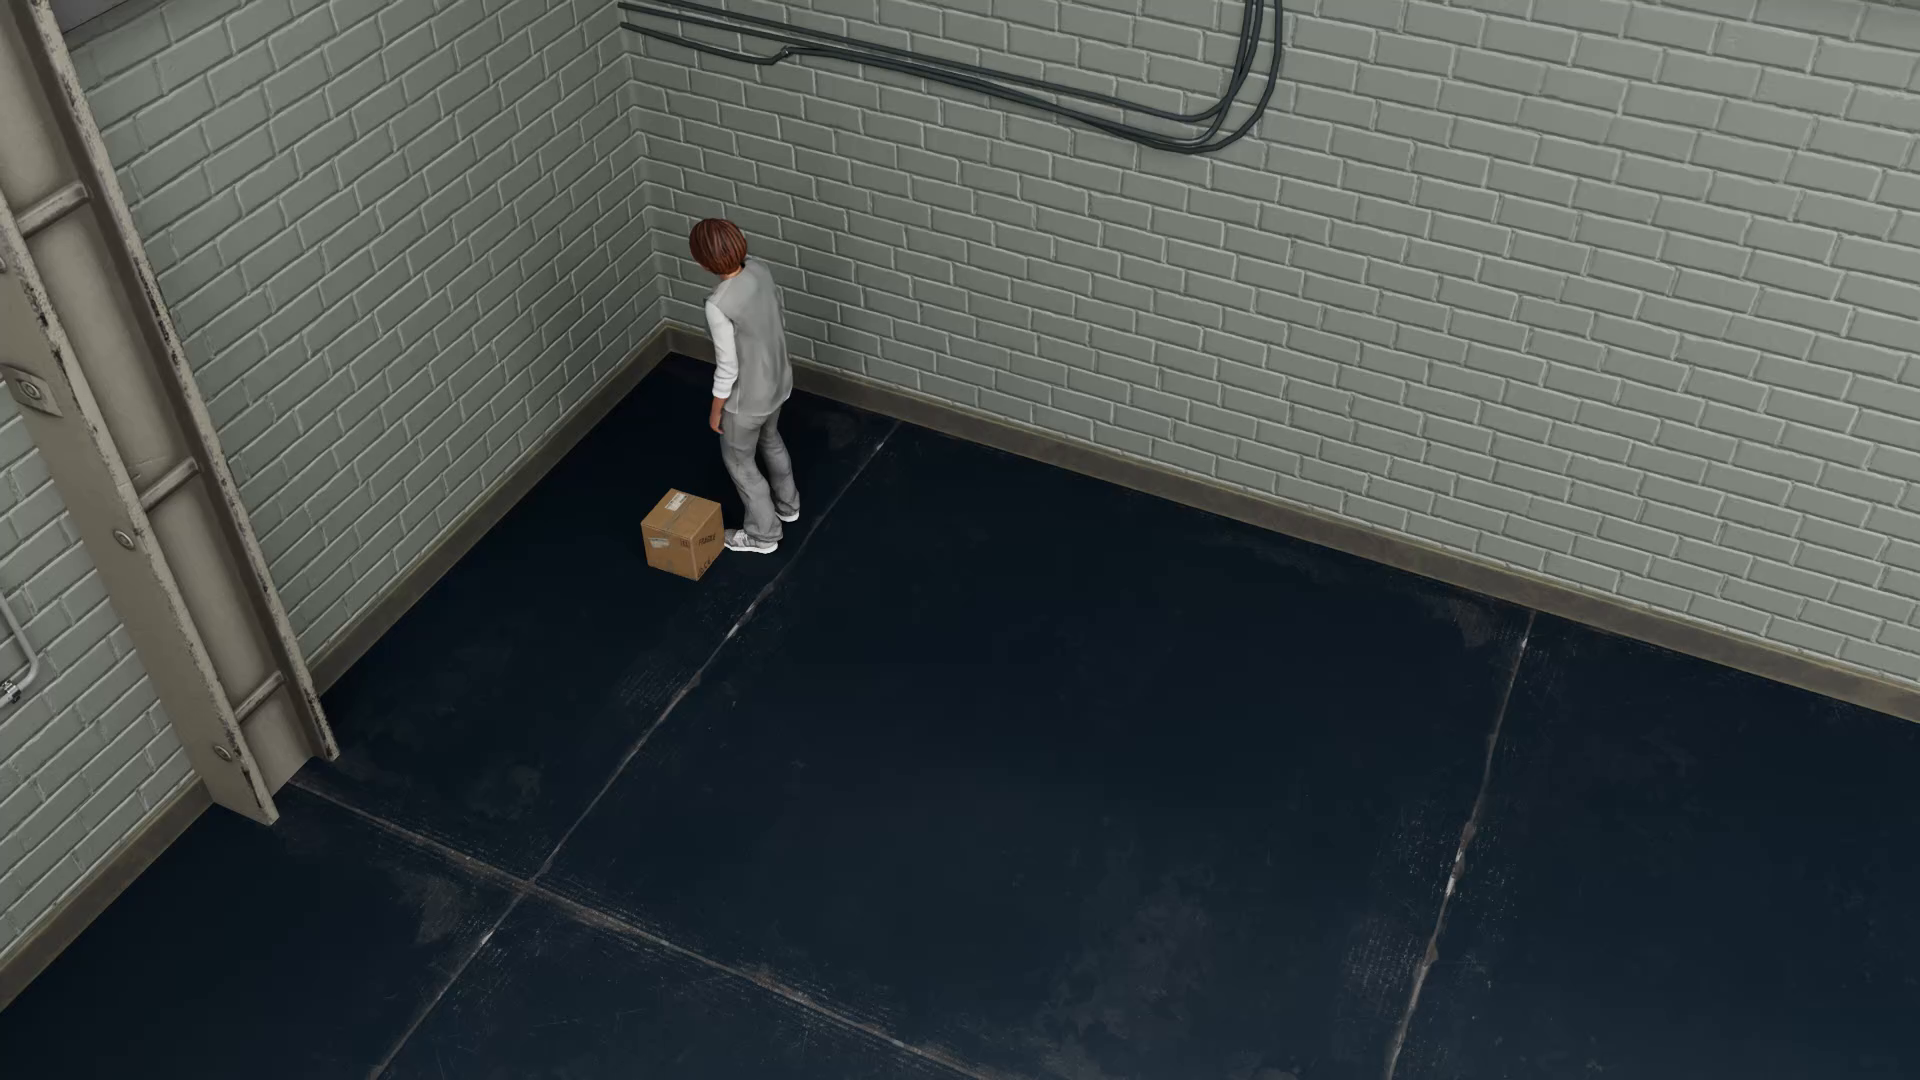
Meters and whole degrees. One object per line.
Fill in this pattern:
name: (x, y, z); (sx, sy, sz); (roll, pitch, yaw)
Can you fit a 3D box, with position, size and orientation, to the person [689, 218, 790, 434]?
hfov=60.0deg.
person: (-0.877, -0.863, 6.614); (0.326, 0.891, 0.459); (18, 46, 18)
